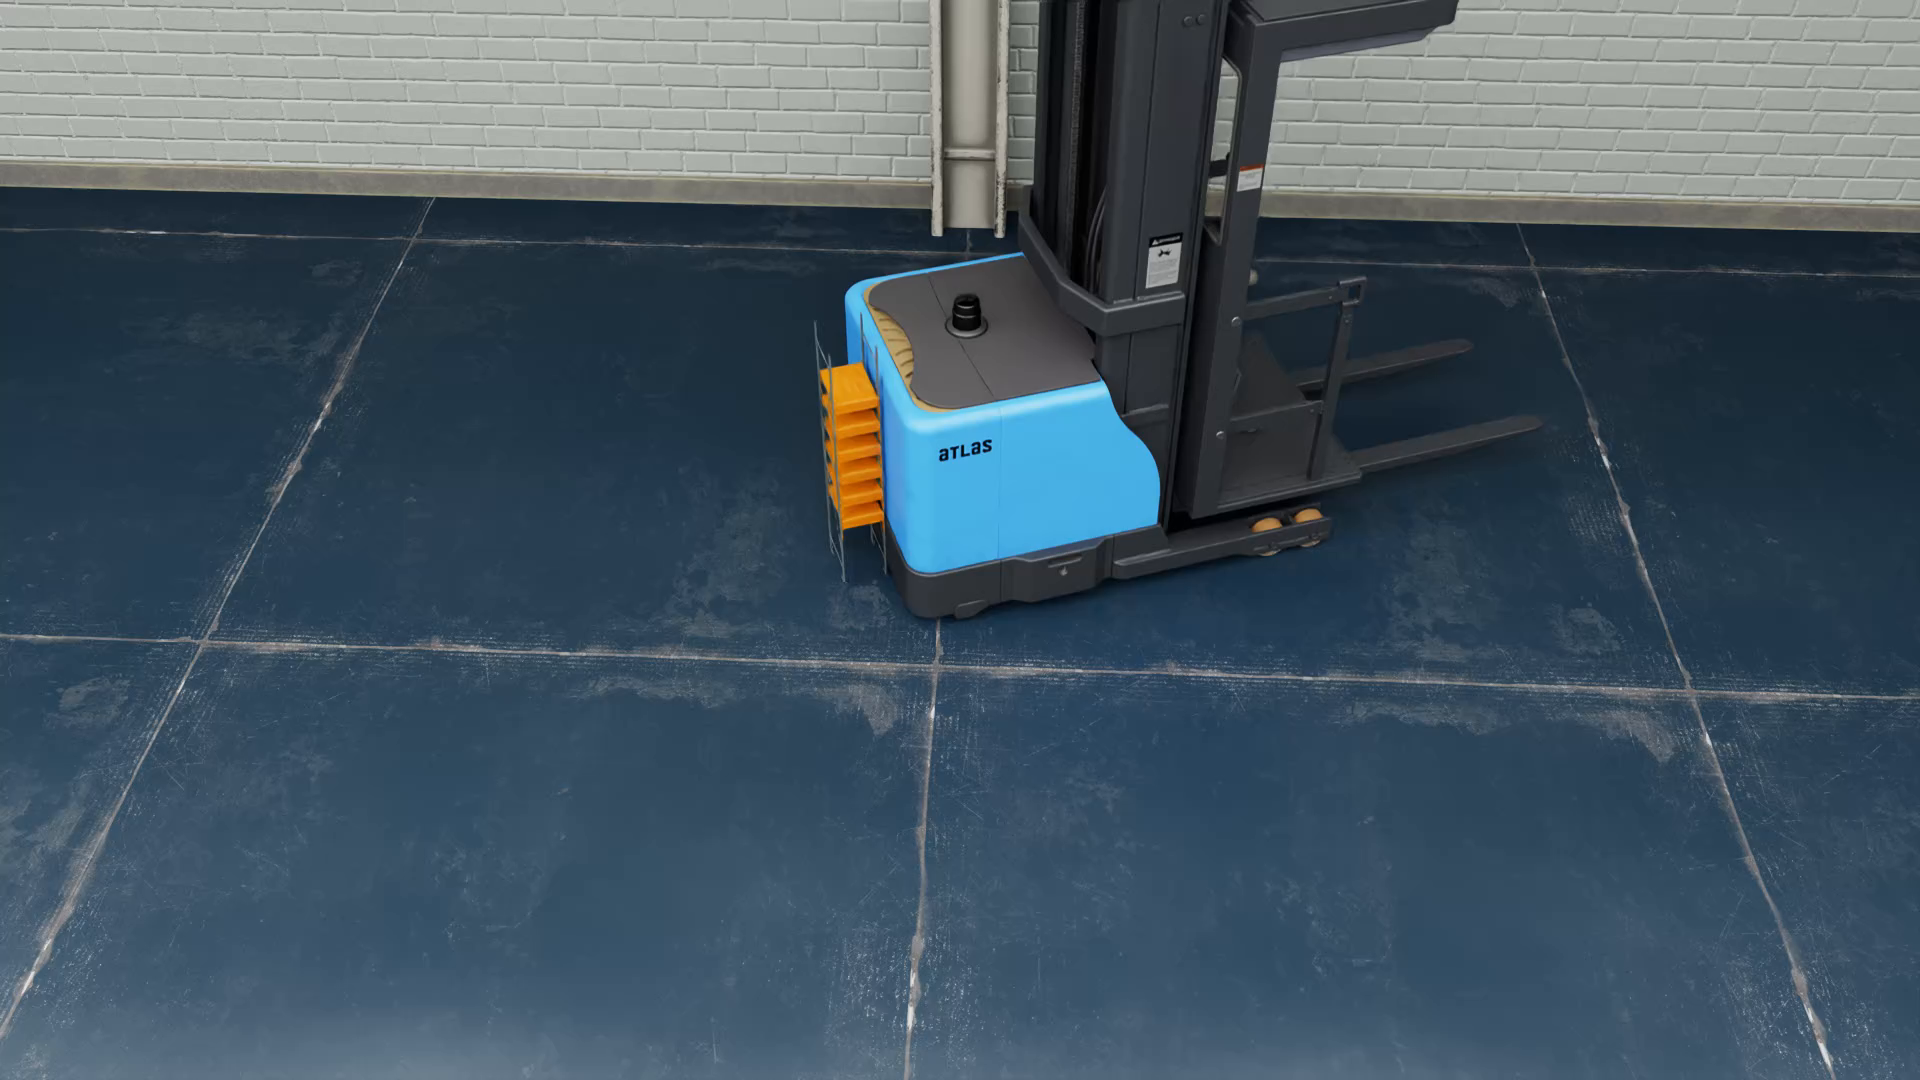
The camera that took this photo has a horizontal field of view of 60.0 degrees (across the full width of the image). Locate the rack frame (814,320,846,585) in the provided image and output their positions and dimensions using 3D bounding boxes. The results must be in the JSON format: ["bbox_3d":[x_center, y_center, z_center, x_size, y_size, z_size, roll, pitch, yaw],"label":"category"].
[{"bbox_3d":[-0.524,-0.327,6.721,0.006,1.200,0.240,-12,44,-13],"label":"rack frame"}]

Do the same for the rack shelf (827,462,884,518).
[{"bbox_3d":[-0.437,-0.226,6.854,0.180,0.103,0.258,-12,44,-13],"label":"rack shelf"}]

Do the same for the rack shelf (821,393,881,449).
[{"bbox_3d":[-0.437,-0.489,6.608,0.180,0.103,0.258,-12,44,-13],"label":"rack shelf"}]

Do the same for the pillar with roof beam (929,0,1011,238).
[{"bbox_3d":[-0.141,-2.110,2.913,0.400,9.000,9.100,2,43,2],"label":"pillar with roof beam"}]

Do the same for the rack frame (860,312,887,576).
[{"bbox_3d":[-0.349,-0.365,6.762,0.006,1.200,0.240,-12,44,-13],"label":"rack frame"}]

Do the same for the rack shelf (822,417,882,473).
[{"bbox_3d":[-0.437,-0.402,6.690,0.180,0.103,0.258,-12,44,-13],"label":"rack shelf"}]

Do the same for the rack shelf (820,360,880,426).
[{"bbox_3d":[-0.437,-0.577,6.526,0.180,0.103,0.258,-12,44,-13],"label":"rack shelf"}]

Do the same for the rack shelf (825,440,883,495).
[{"bbox_3d":[-0.437,-0.314,6.772,0.180,0.103,0.258,-12,44,-13],"label":"rack shelf"}]

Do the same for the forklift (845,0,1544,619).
[{"bbox_3d":[1.089,-1.336,6.533,3.031,2.935,1.130,-12,44,-13],"label":"forklift"}]

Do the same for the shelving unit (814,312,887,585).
[{"bbox_3d":[-0.437,-0.346,6.742,0.189,1.200,0.258,-12,44,-13],"label":"shelving unit"}]

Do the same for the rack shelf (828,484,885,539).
[{"bbox_3d":[-0.437,-0.138,6.935,0.180,0.103,0.258,-12,44,-13],"label":"rack shelf"}]
